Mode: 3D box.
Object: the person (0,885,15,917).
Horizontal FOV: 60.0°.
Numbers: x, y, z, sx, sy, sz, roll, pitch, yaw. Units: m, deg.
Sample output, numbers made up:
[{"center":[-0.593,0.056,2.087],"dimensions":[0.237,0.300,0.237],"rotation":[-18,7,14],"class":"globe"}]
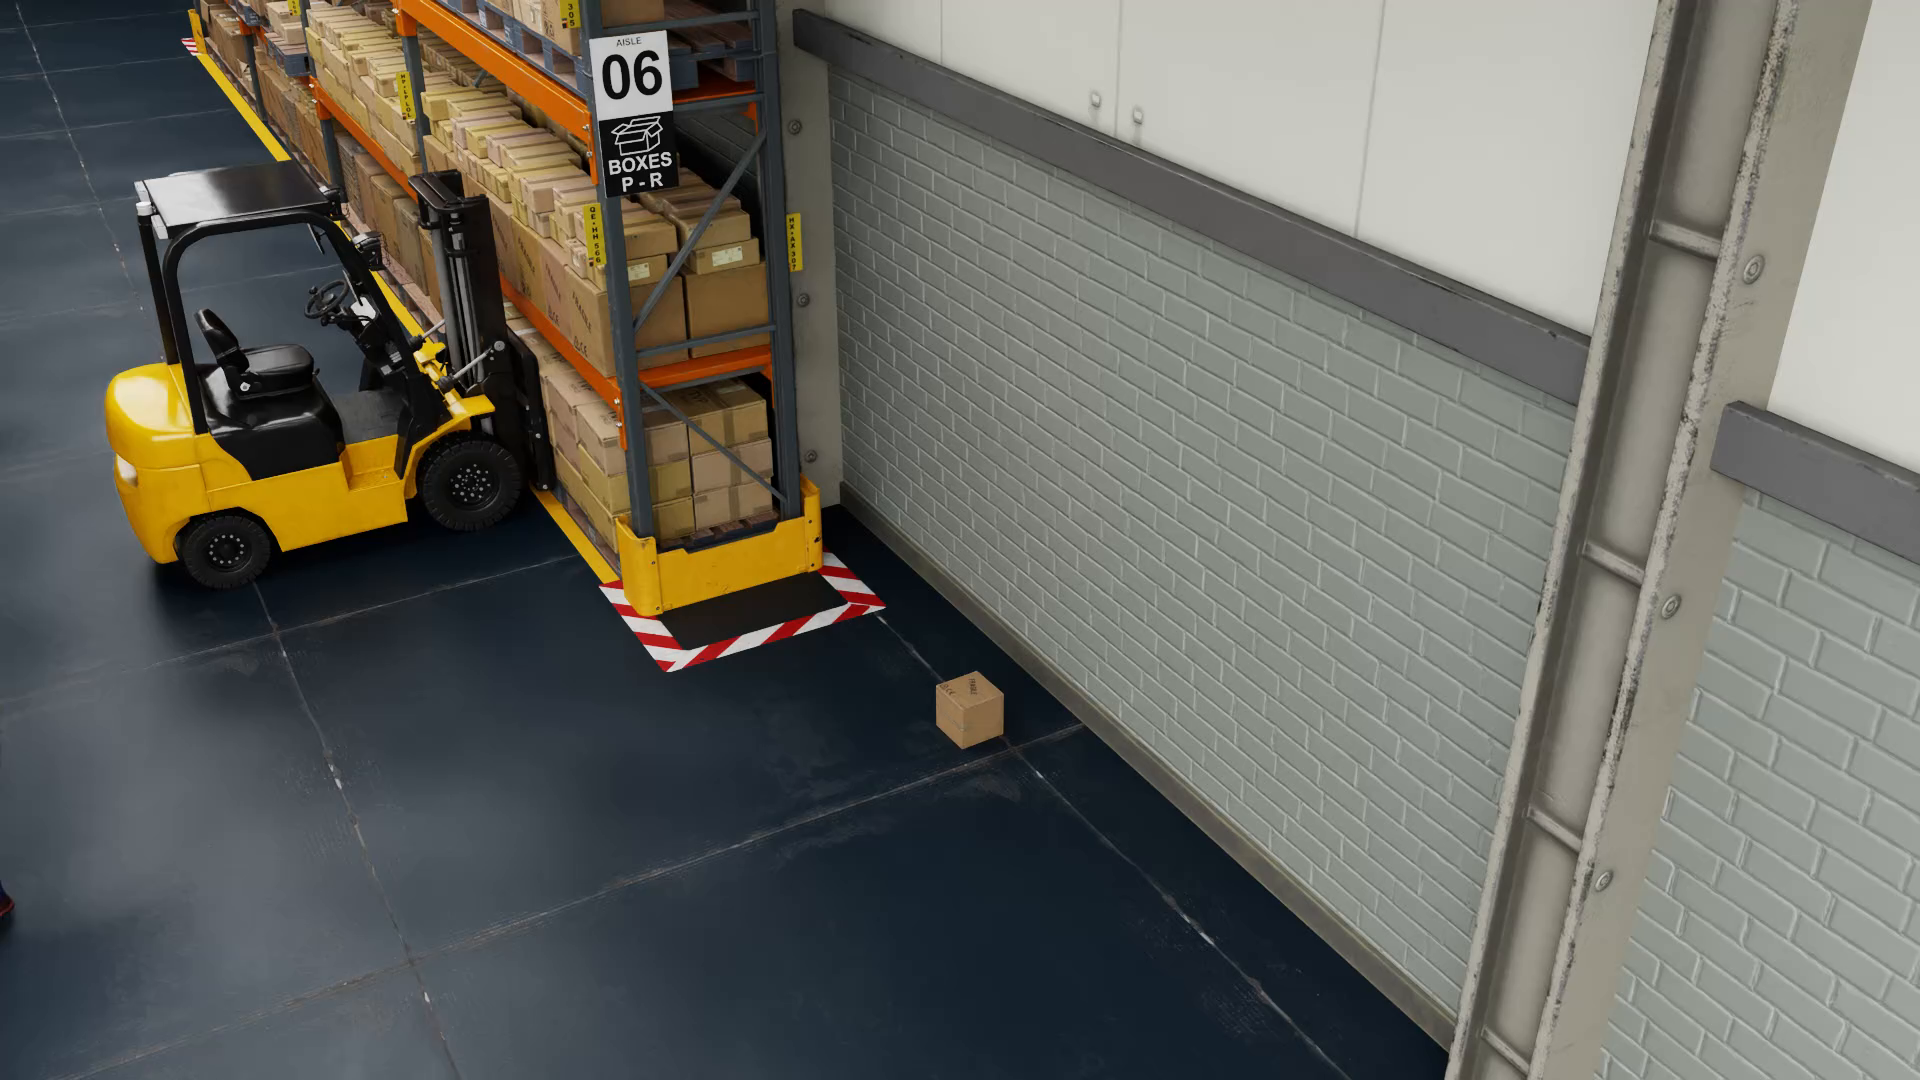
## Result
[{"center":[-4.515,1.048,6.684],"dimensions":[0.900,1.607,0.487],"rotation":[-13,32,-22],"class":"person"}]
